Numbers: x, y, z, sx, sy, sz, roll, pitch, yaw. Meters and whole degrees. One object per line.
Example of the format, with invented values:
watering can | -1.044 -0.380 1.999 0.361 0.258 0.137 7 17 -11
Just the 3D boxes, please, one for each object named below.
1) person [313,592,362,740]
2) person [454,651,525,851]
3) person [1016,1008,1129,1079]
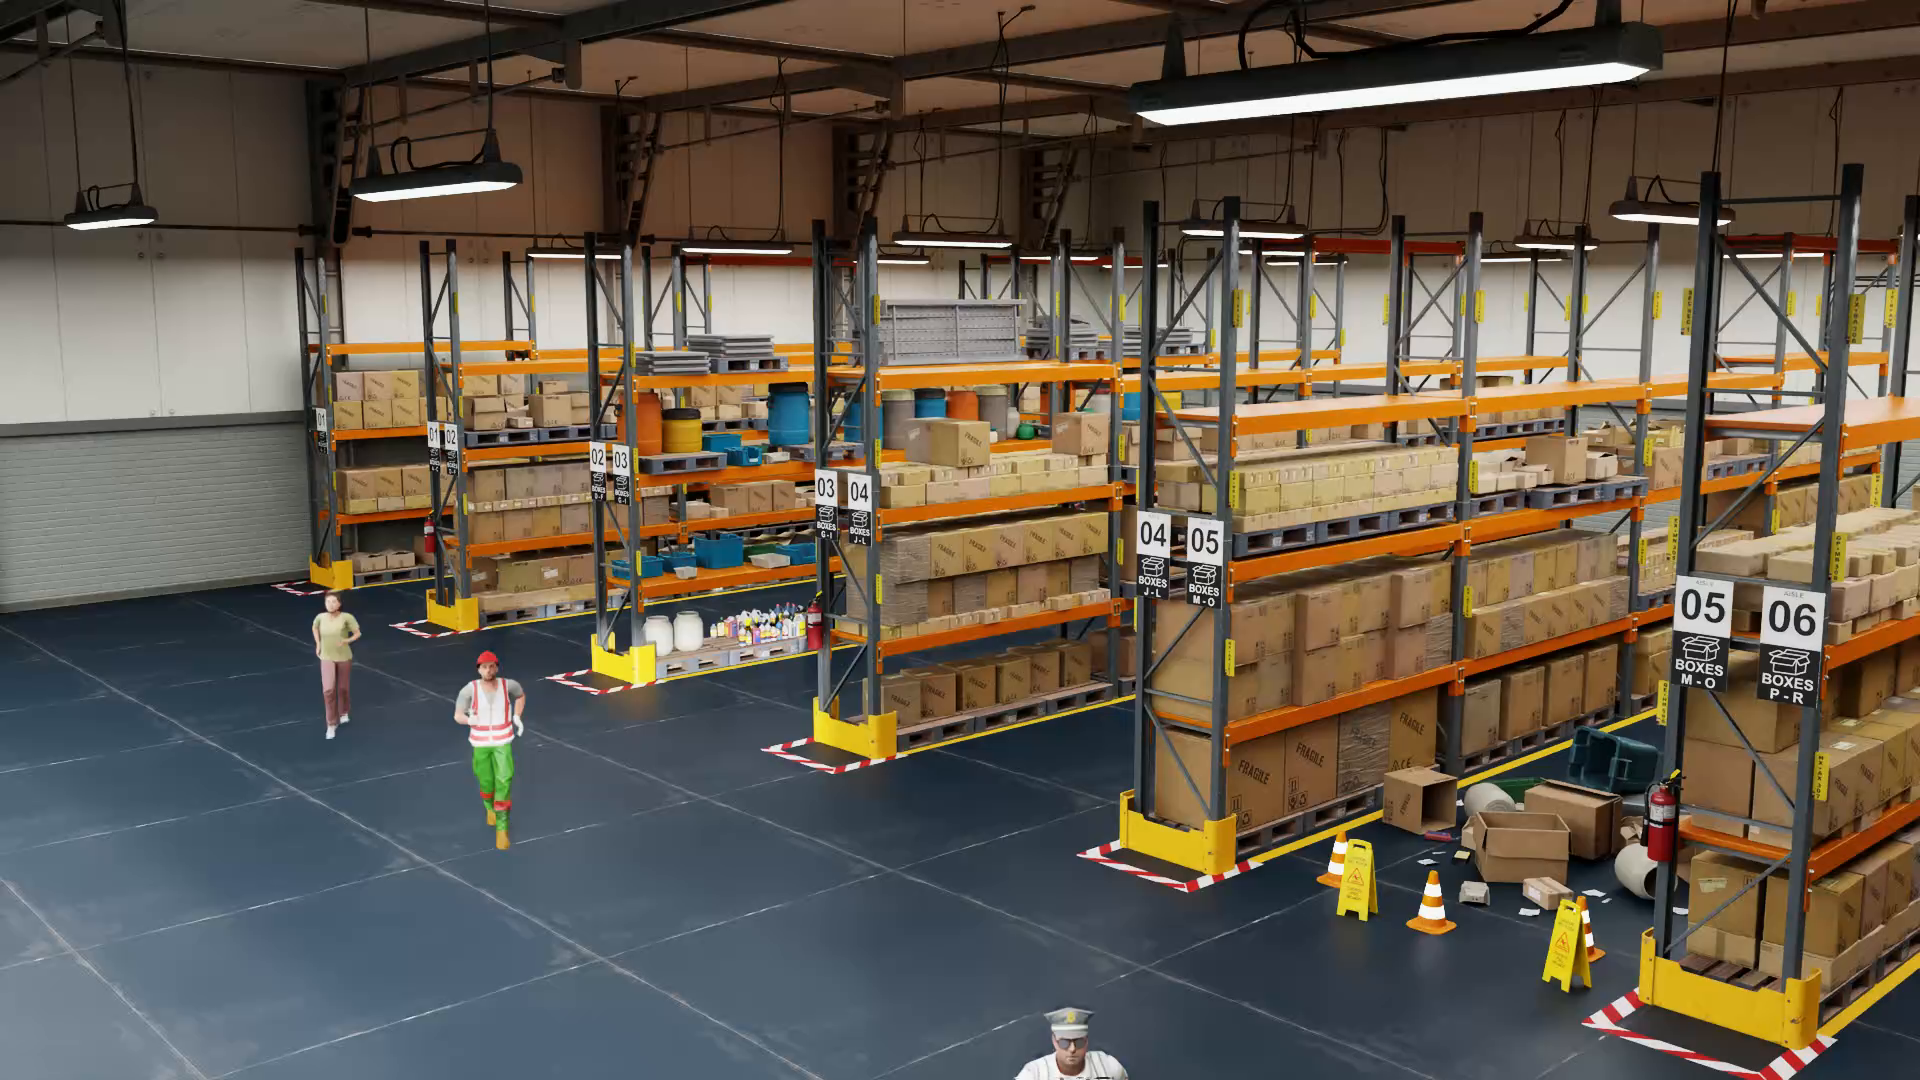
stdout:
person | -7.406 1.452 19.807 0.563 1.718 0.796 -2 9 -16
person | -4.463 1.947 15.829 0.648 1.809 0.920 -2 9 -14
person | 0.528 3.105 8.057 0.659 1.793 0.966 0 8 -2
